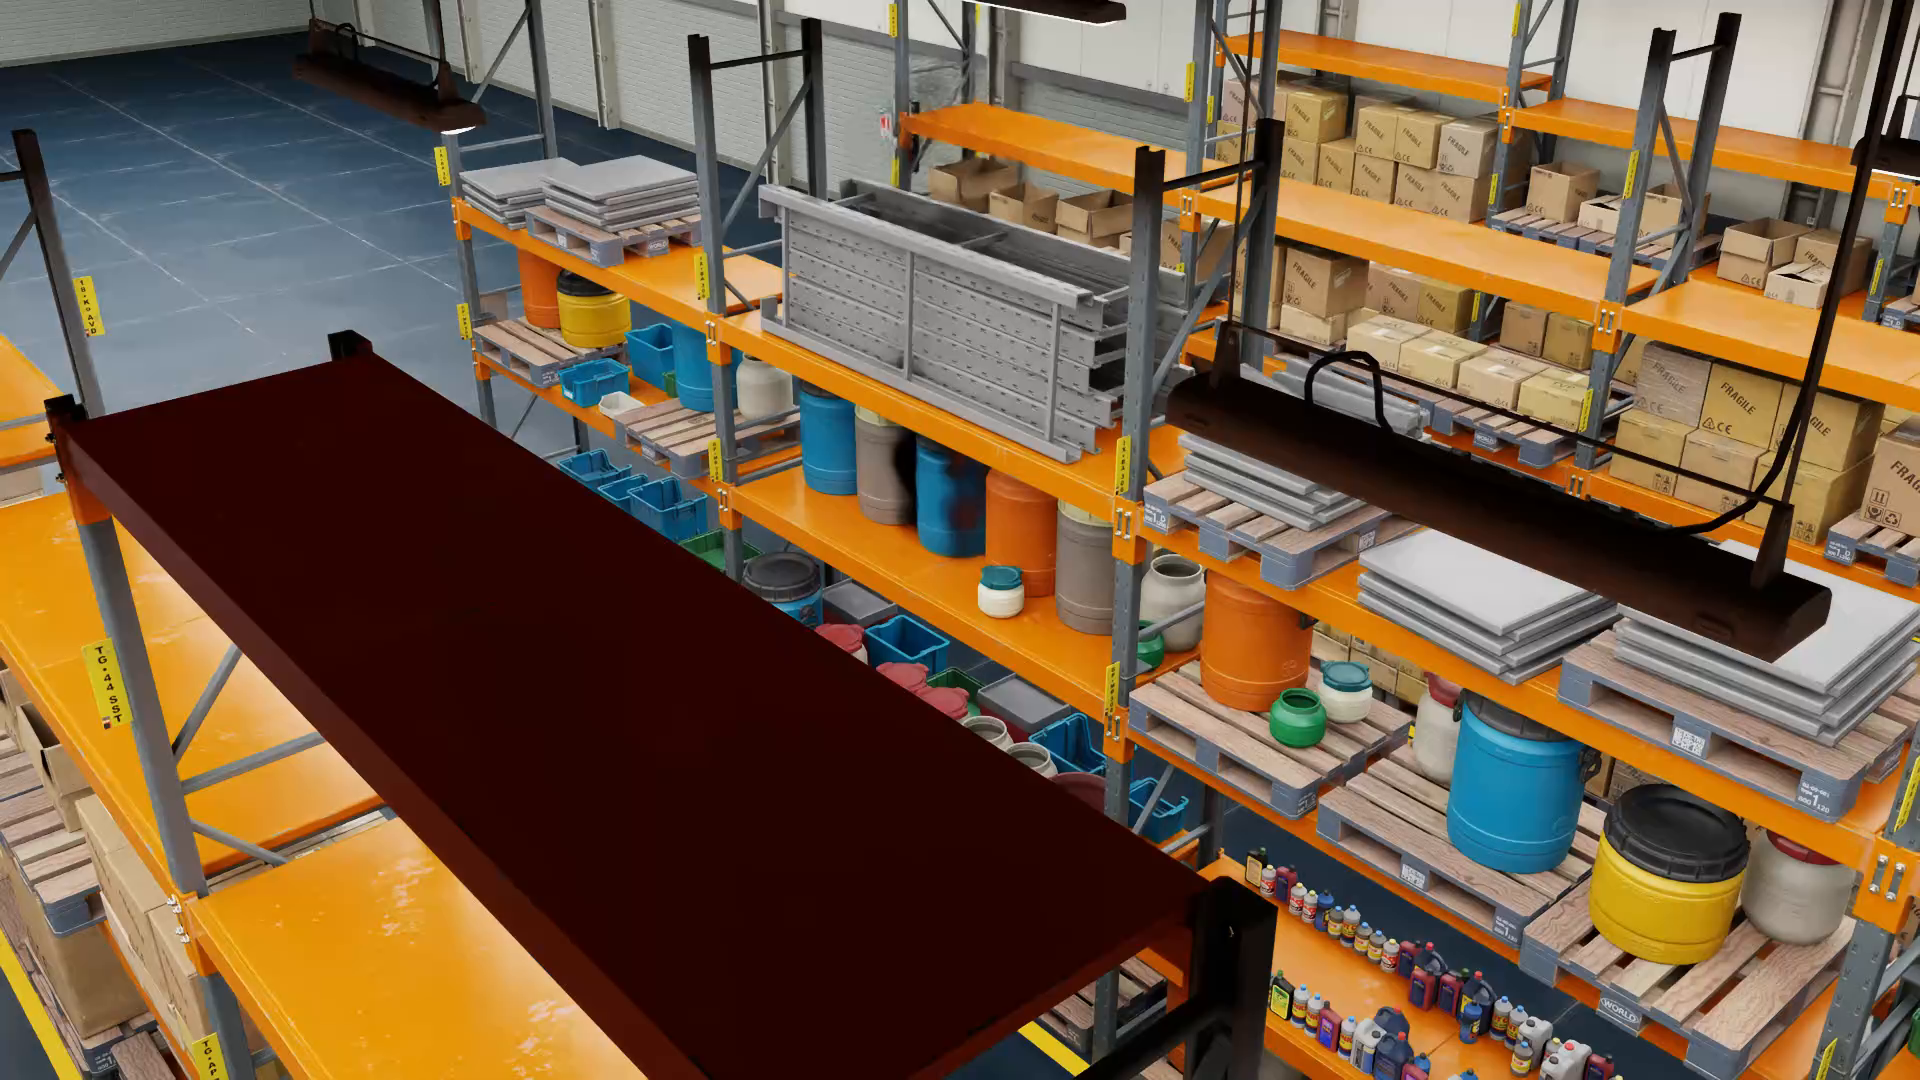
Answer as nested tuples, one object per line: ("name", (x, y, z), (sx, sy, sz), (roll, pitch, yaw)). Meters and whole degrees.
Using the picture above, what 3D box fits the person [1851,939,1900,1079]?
("person", (5.177, 2.980, 9.765), (0.981, 1.753, 0.718), (22, 34, 37))
